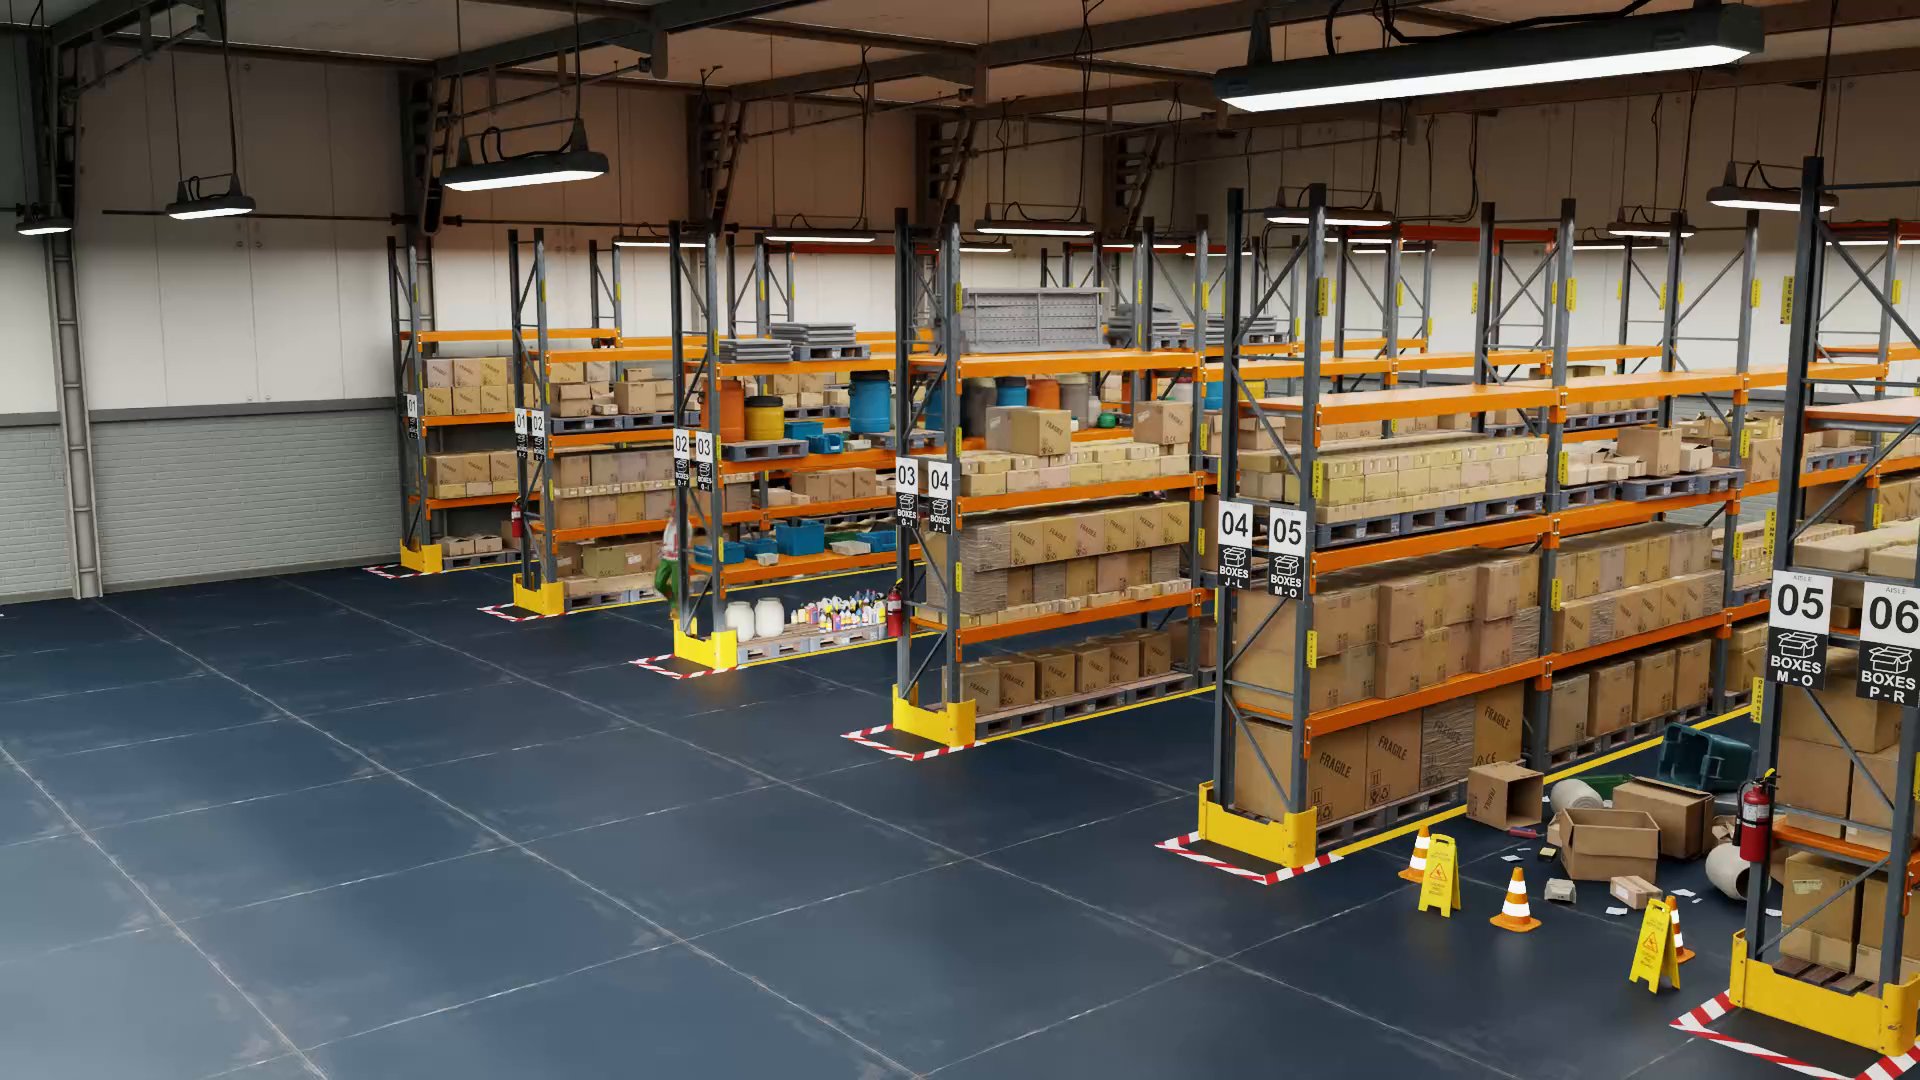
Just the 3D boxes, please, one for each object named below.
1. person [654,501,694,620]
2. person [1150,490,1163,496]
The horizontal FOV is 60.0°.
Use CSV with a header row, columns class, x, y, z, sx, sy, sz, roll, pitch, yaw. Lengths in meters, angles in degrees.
class,x,y,z,sx,sy,sz,roll,pitch,yaw
person,-4.168,0.307,24.131,0.643,1.769,0.599,7,11,38
person,3.802,-0.614,32.375,0.594,1.624,0.550,7,11,36
